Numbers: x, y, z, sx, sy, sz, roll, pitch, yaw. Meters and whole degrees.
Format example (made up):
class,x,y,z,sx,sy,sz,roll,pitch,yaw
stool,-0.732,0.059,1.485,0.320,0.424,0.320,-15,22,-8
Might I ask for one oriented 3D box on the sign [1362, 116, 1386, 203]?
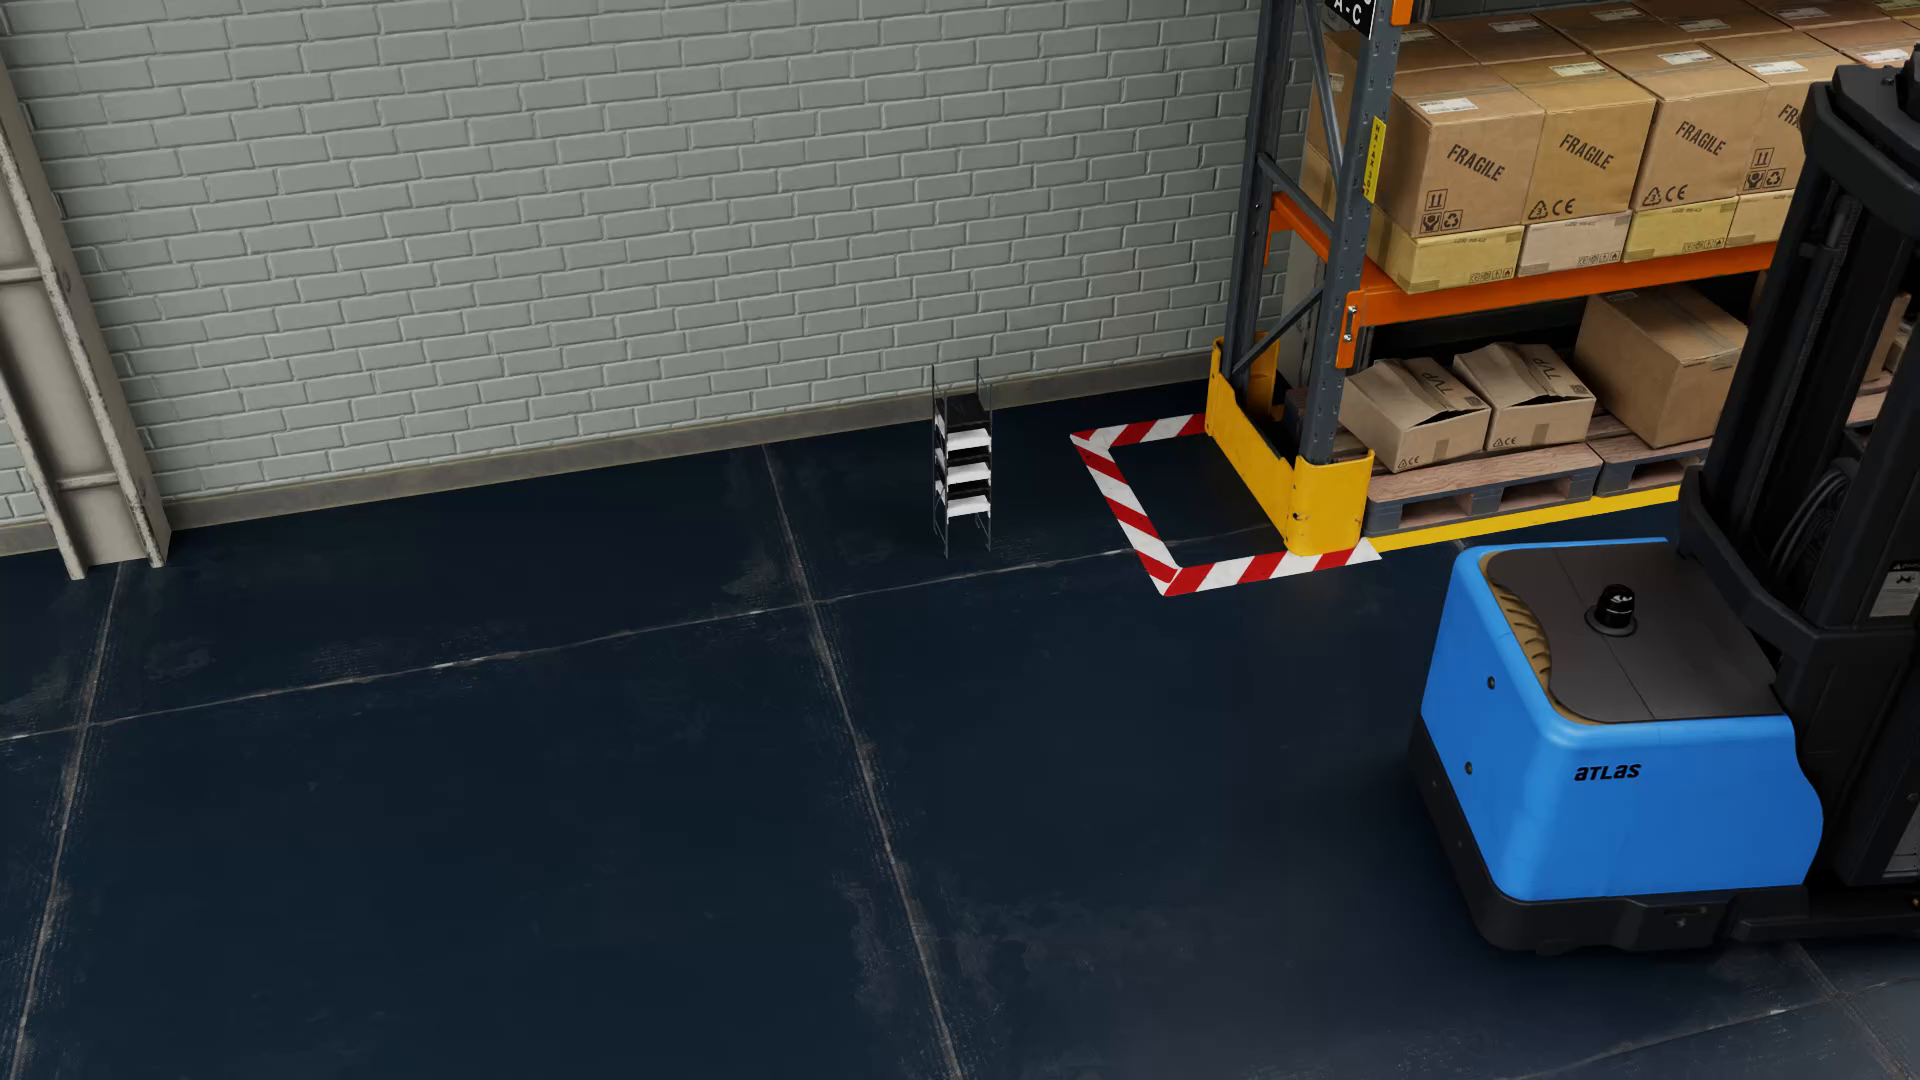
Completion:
class,x,y,z,sx,sy,sz,roll,pitch,yaw
sign,1.620,-1.490,6.516,0.005,0.325,0.100,-9,38,-12

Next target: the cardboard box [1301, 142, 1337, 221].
class,x,y,z,sx,sy,sz,roll,pitch,yaw
cardboard box,1.879,-1.600,7.480,0.500,0.250,0.500,-9,38,-11

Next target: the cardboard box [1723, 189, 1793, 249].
class,x,y,z,sx,sy,sz,roll,pitch,yaw
cardboard box,3.512,-1.550,7.415,0.500,0.250,0.500,-9,38,-12

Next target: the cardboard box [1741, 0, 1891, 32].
class,x,y,z,sx,sy,sz,roll,pitch,yaw
cardboard box,3.849,-2.237,7.695,0.500,0.500,0.500,-8,38,-11

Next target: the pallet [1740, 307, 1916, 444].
class,x,y,z,sx,sy,sz,roll,pitch,yaw
pallet,4.701,-0.863,8.705,1.213,0.211,1.003,-9,38,-12

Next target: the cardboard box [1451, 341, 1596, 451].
class,x,y,z,sx,sy,sz,roll,pitch,yaw
cardboard box,2.720,-0.718,8.071,0.500,0.311,0.500,-6,38,-8

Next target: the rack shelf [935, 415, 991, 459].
class,x,y,z,sx,sy,sz,roll,pitch,yaw
rack shelf,0.008,-0.475,7.389,0.200,0.077,0.258,-9,38,-12

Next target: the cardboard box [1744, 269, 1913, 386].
class,x,y,z,sx,sy,sz,roll,pitch,yaw
cardboard box,4.349,-1.092,8.404,0.500,0.500,0.500,-12,39,-15

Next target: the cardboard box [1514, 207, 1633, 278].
class,x,y,z,sx,sy,sz,roll,pitch,yaw
cardboard box,2.530,-1.394,7.211,0.500,0.250,0.500,-10,39,-13

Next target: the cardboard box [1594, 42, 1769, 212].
class,x,y,z,sx,sy,sz,roll,pitch,yaw
cardboard box,2.998,-1.760,7.072,0.500,0.500,0.500,-11,39,-13

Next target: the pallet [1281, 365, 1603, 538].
class,x,y,z,sx,sy,sz,roll,pitch,yaw
pallet,2.345,-0.477,8.199,1.213,0.211,1.003,-9,38,-12

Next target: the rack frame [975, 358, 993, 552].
class,x,y,z,sx,sy,sz,roll,pitch,yaw
rack frame,0.106,-0.375,7.499,0.006,0.900,0.240,-9,38,-12

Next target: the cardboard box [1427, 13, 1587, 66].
class,x,y,z,sx,sy,sz,roll,pitch,yaw
cardboard box,2.367,-1.984,7.364,0.500,0.500,0.500,-9,38,-11

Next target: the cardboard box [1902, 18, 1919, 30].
class,x,y,z,sx,sy,sz,roll,pitch,yaw
cardboard box,4.484,-2.005,7.392,0.500,0.500,0.500,-10,38,-12

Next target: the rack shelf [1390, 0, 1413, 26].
class,x,y,z,sx,sy,sz,roll,pitch,yaw
rack shelf,3.409,-2.687,6.917,4.000,0.370,1.077,-9,38,-12

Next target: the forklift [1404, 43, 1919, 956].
class,x,y,z,sx,sy,sz,roll,pitch,yaw
forklift,3.287,-0.068,5.426,3.031,2.935,1.130,-3,38,-4

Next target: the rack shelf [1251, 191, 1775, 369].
class,x,y,z,sx,sy,sz,roll,pitch,yaw
rack shelf,3.409,-1.495,7.828,4.000,0.370,1.077,-9,38,-12

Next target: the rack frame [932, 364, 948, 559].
class,x,y,z,sx,sy,sz,roll,pitch,yaw
rack frame,-0.090,-0.343,7.457,0.006,0.900,0.240,-9,38,-12

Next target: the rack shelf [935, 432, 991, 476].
class,x,y,z,sx,sy,sz,roll,pitch,yaw
rack shelf,0.008,-0.404,7.444,0.200,0.077,0.258,-9,38,-12

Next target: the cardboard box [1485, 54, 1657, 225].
class,x,y,z,sx,sy,sz,roll,pitch,yaw
cardboard box,2.498,-1.682,6.970,0.500,0.500,0.500,-9,38,-12

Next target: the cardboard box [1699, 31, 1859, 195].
class,x,y,z,sx,sy,sz,roll,pitch,yaw
cardboard box,3.493,-1.849,7.188,0.500,0.500,0.500,-8,38,-11

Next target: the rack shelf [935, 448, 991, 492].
class,x,y,z,sx,sy,sz,roll,pitch,yaw
rack shelf,0.008,-0.332,7.499,0.200,0.077,0.258,-9,38,-12

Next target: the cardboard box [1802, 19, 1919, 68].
class,x,y,z,sx,sy,sz,roll,pitch,yaw
cardboard box,3.995,-1.932,7.296,0.500,0.500,0.500,-10,39,-13

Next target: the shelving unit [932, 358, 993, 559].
class,x,y,z,sx,sy,sz,roll,pitch,yaw
shelving unit,0.008,-0.359,7.478,0.210,0.900,0.258,-9,38,-12

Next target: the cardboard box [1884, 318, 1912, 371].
class,x,y,z,sx,sy,sz,roll,pitch,yaw
cardboard box,4.832,-1.045,8.617,0.250,0.166,0.380,-14,40,-18

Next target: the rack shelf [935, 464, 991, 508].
class,x,y,z,sx,sy,sz,roll,pitch,yaw
rack shelf,0.008,-0.261,7.553,0.200,0.077,0.258,-9,38,-12

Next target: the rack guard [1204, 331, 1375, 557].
class,x,y,z,sx,sy,sz,roll,pitch,yaw
rack guard,1.552,-0.483,7.970,0.348,0.500,1.175,-9,38,-12

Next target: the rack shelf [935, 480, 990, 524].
class,x,y,z,sx,sy,sz,roll,pitch,yaw
rack shelf,0.008,-0.189,7.608,0.200,0.077,0.258,-9,38,-12

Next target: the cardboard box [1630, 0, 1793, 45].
class,x,y,z,sx,sy,sz,roll,pitch,yaw
cardboard box,3.351,-2.148,7.579,0.500,0.500,0.500,-9,38,-11

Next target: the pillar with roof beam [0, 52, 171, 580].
class,x,y,z,sx,sy,sz,roll,pitch,yaw
pillar with roof beam,-2.741,-0.990,1.637,0.400,9.000,9.100,-9,38,-12

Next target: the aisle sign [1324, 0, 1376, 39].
class,x,y,z,sx,sy,sz,roll,pitch,yaw
aisle sign,1.487,-2.309,6.160,0.004,0.787,0.394,-9,38,-12

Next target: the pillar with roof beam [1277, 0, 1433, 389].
class,x,y,z,sx,sy,sz,roll,pitch,yaw
pillar with roof beam,3.051,-1.940,2.880,0.400,9.000,9.100,-9,38,-12

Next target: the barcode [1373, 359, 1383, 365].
class,x,y,z,sx,sy,sz,roll,pitch,yaw
barcode,2.083,-0.869,8.260,0.075,0.075,0.001,-9,38,-12

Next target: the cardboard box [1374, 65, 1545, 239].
class,x,y,z,sx,sy,sz,roll,pitch,yaw
cardboard box,2.018,-1.610,6.875,0.500,0.500,0.500,-9,38,-12

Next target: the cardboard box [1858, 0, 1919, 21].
class,x,y,z,sx,sy,sz,roll,pitch,yaw
cardboard box,4.332,-2.312,7.794,0.500,0.500,0.500,-10,38,-12

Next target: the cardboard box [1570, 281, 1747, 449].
class,x,y,z,sx,sy,sz,roll,pitch,yaw
cardboard box,3.442,-0.880,8.127,0.500,0.500,0.700,-12,39,-15

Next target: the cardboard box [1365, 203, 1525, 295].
class,x,y,z,sx,sy,sz,roll,pitch,yaw
cardboard box,2.032,-1.304,7.092,0.500,0.250,0.500,-10,39,-13

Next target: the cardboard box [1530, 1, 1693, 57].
class,x,y,z,sx,sy,sz,roll,pitch,yaw
cardboard box,2.865,-2.068,7.474,0.500,0.500,0.500,-10,39,-13

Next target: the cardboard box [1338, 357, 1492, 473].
class,x,y,z,sx,sy,sz,roll,pitch,yaw
cardboard box,2.170,-0.628,7.953,0.500,0.311,0.500,-14,39,-17

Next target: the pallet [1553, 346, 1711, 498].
class,x,y,z,sx,sy,sz,roll,pitch,yaw
pallet,3.521,-0.668,8.449,1.213,0.211,1.003,-9,38,-12

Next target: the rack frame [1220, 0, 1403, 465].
class,x,y,z,sx,sy,sz,roll,pitch,yaw
rack frame,1.479,-1.464,7.195,0.127,3.000,1.000,-9,38,-12

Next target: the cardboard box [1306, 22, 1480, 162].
class,x,y,z,sx,sy,sz,roll,pitch,yaw
cardboard box,1.878,-1.910,7.267,0.500,0.500,0.500,-10,38,-12

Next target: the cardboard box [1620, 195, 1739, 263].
class,x,y,z,sx,sy,sz,roll,pitch,yaw
cardboard box,3.023,-1.471,7.312,0.500,0.250,0.500,-10,39,-13

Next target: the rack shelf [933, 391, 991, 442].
class,x,y,z,sx,sy,sz,roll,pitch,yaw
rack shelf,0.008,-0.547,7.334,0.200,0.077,0.258,-9,38,-12

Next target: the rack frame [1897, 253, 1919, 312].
class,x,y,z,sx,sy,sz,roll,pitch,yaw
rack frame,5.340,-2.098,8.023,0.127,3.000,1.000,-9,38,-12
